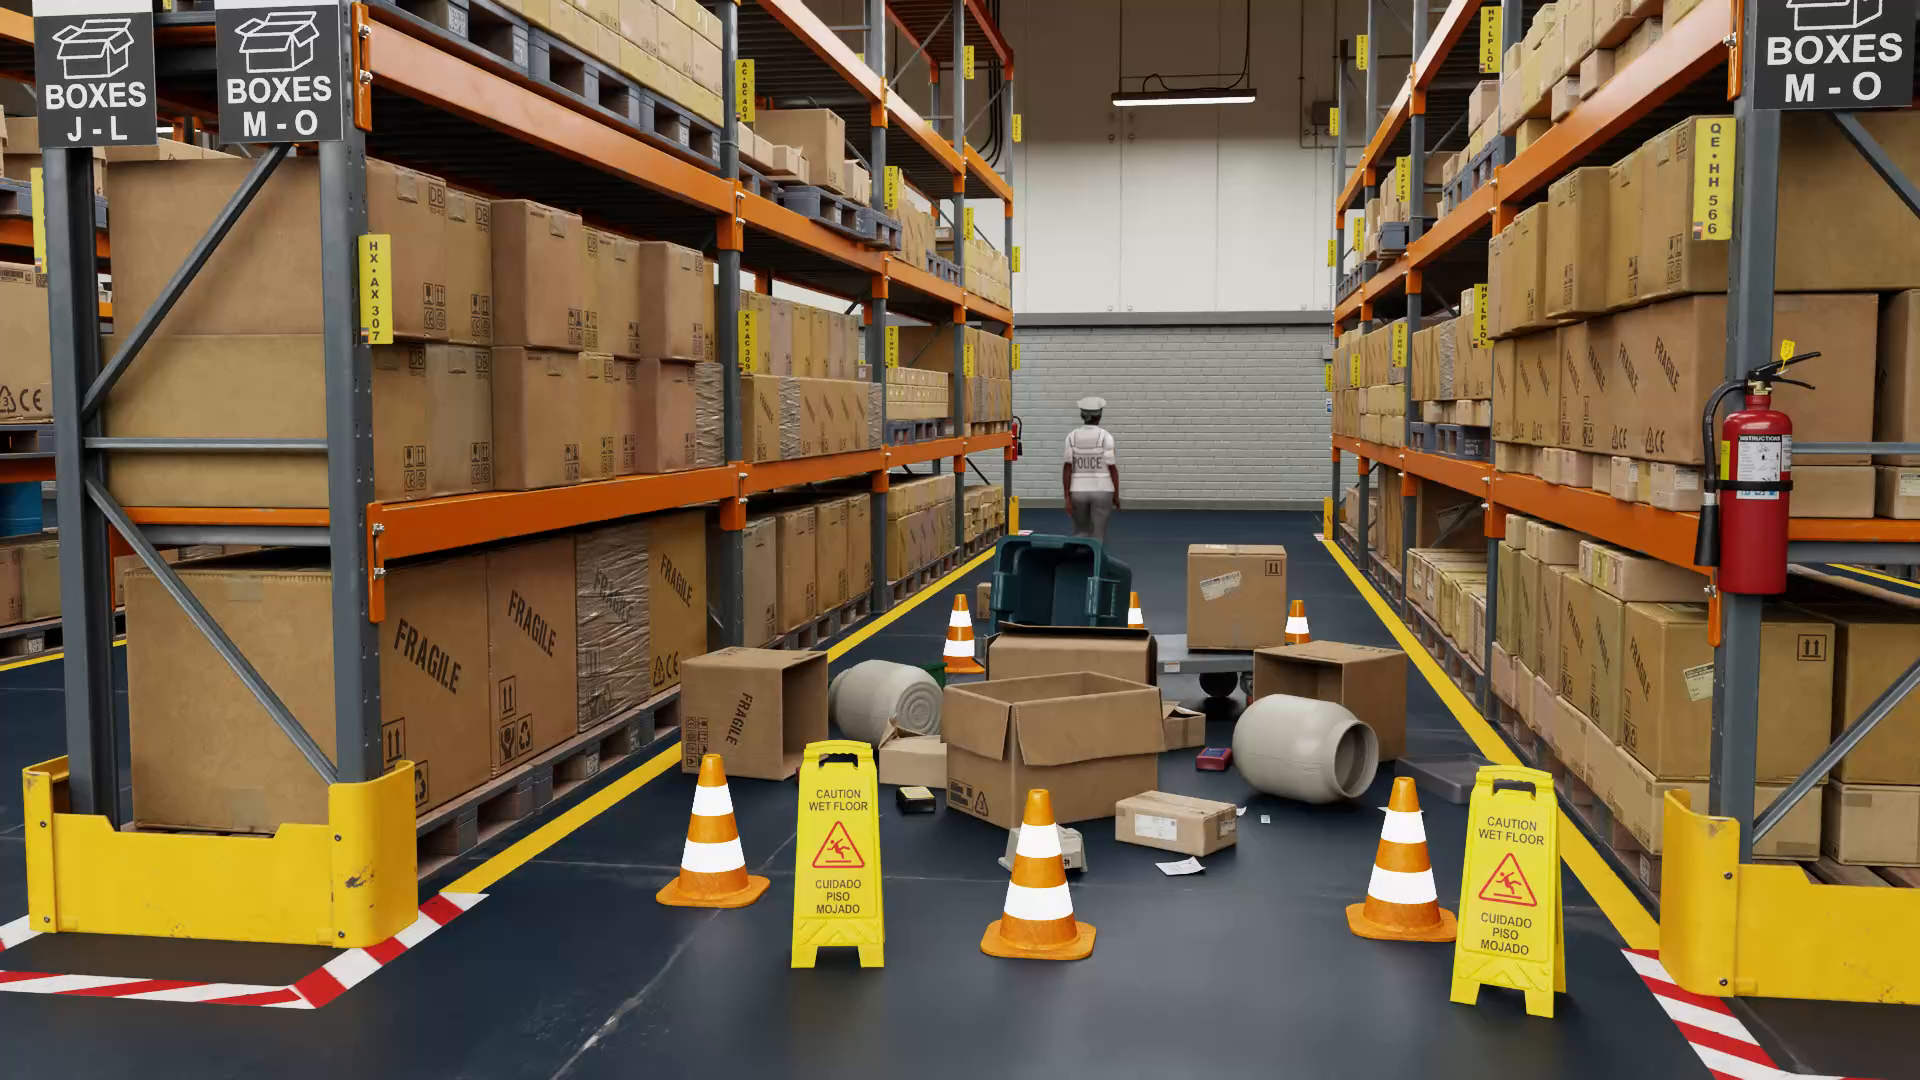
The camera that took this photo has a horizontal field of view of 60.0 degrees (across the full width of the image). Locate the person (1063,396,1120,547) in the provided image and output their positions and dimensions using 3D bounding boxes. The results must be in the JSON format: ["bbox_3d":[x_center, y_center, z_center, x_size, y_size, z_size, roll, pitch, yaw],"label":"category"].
[{"bbox_3d":[1.127,-0.353,14.100,0.456,1.726,0.467,2,5,24],"label":"person"}]
